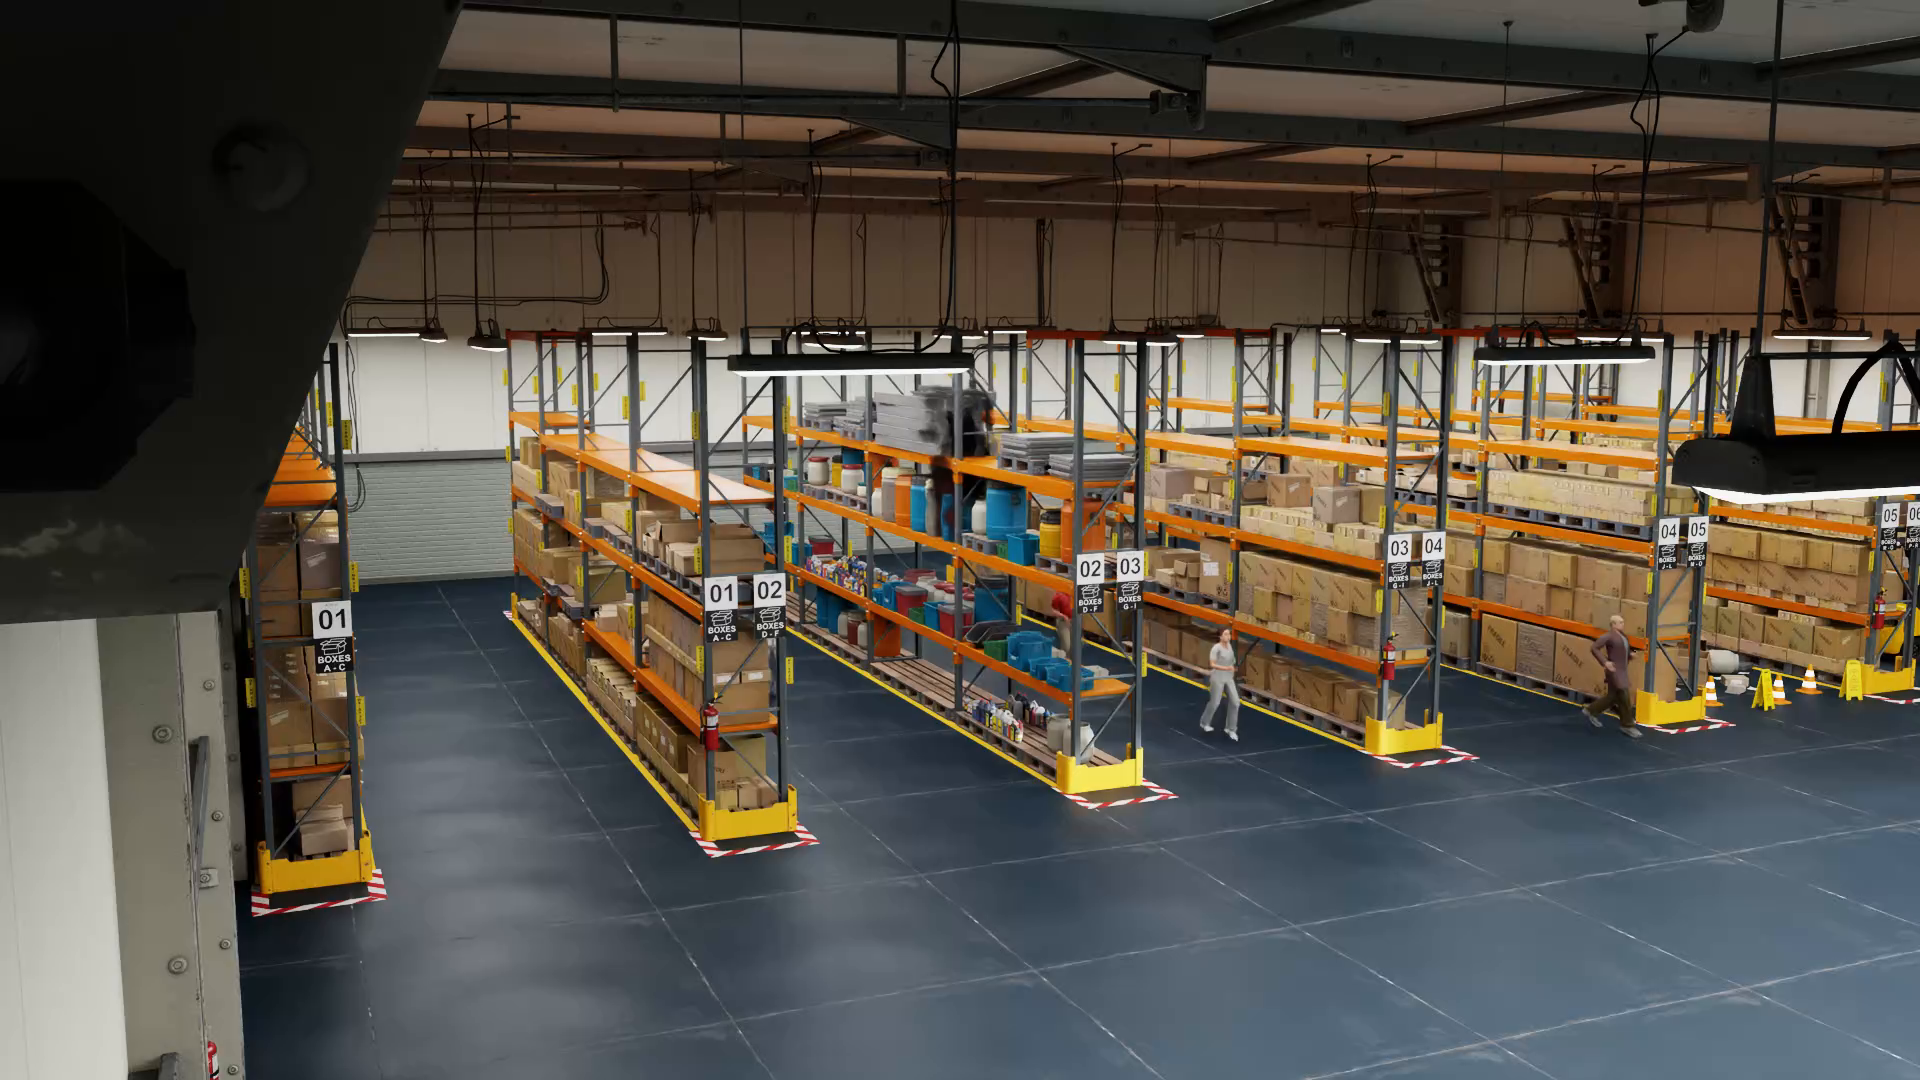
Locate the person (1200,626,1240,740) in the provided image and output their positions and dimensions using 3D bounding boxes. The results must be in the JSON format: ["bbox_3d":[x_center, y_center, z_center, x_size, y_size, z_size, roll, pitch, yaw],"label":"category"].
[{"bbox_3d":[3.915,2.140,24.897,0.584,1.743,0.747,-6,10,-35],"label":"person"}]

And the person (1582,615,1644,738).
[{"bbox_3d":[9.954,2.037,25.223,0.969,1.803,0.740,6,10,39],"label":"person"}]

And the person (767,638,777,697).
[{"bbox_3d":[-3.139,1.777,27.512,0.599,1.724,0.683,-5,9,-32],"label":"person"}]

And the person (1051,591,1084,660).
[{"bbox_3d":[1.944,1.501,29.381,0.638,1.681,0.564,-4,9,-24],"label":"person"}]
